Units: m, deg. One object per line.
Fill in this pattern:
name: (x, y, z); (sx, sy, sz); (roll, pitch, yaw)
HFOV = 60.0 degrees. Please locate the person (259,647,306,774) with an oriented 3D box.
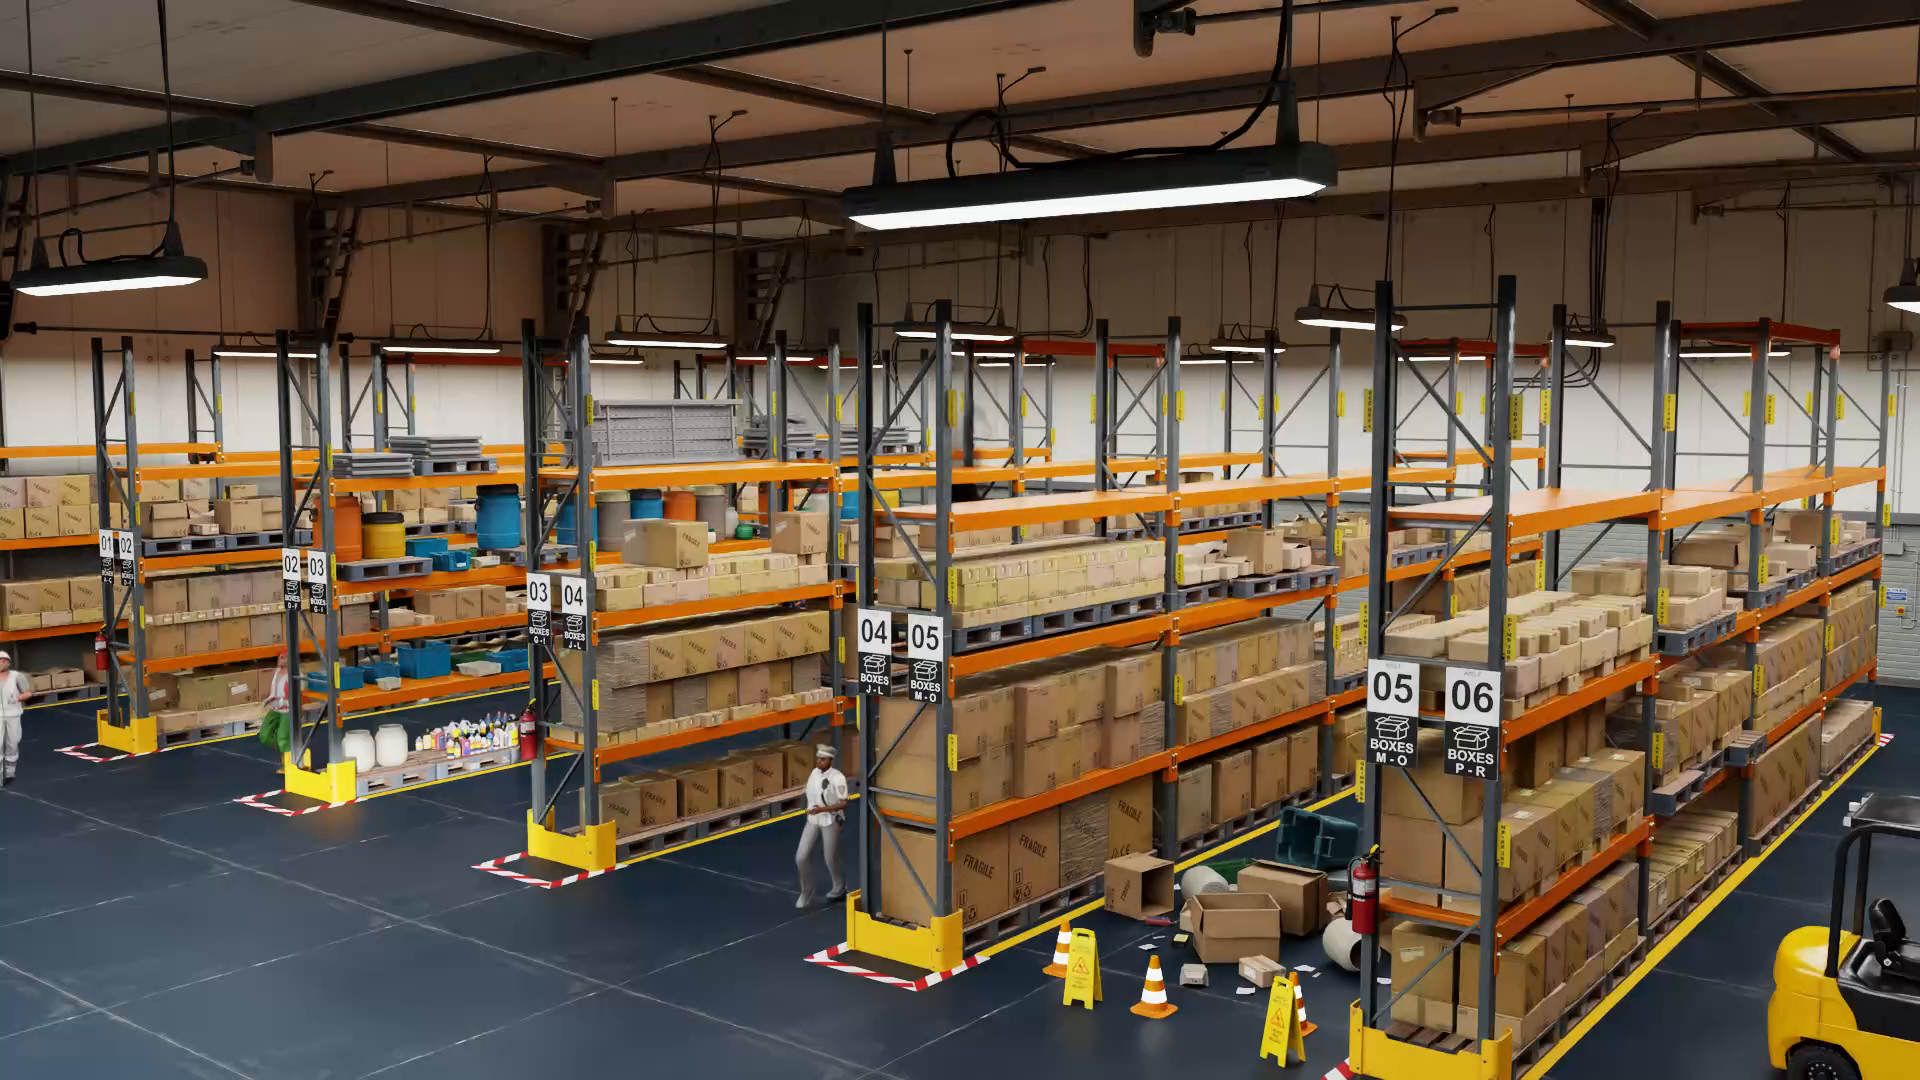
person: (-9.223, 2.330, 22.646); (0.696, 1.727, 0.561); (2, 5, 22)

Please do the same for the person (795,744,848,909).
person: (-1.354, 2.888, 16.798); (0.576, 1.730, 0.711); (3, 6, 30)

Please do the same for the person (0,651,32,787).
person: (-12.641, 2.360, 22.030); (0.631, 1.795, 0.722); (-2, 6, -26)
